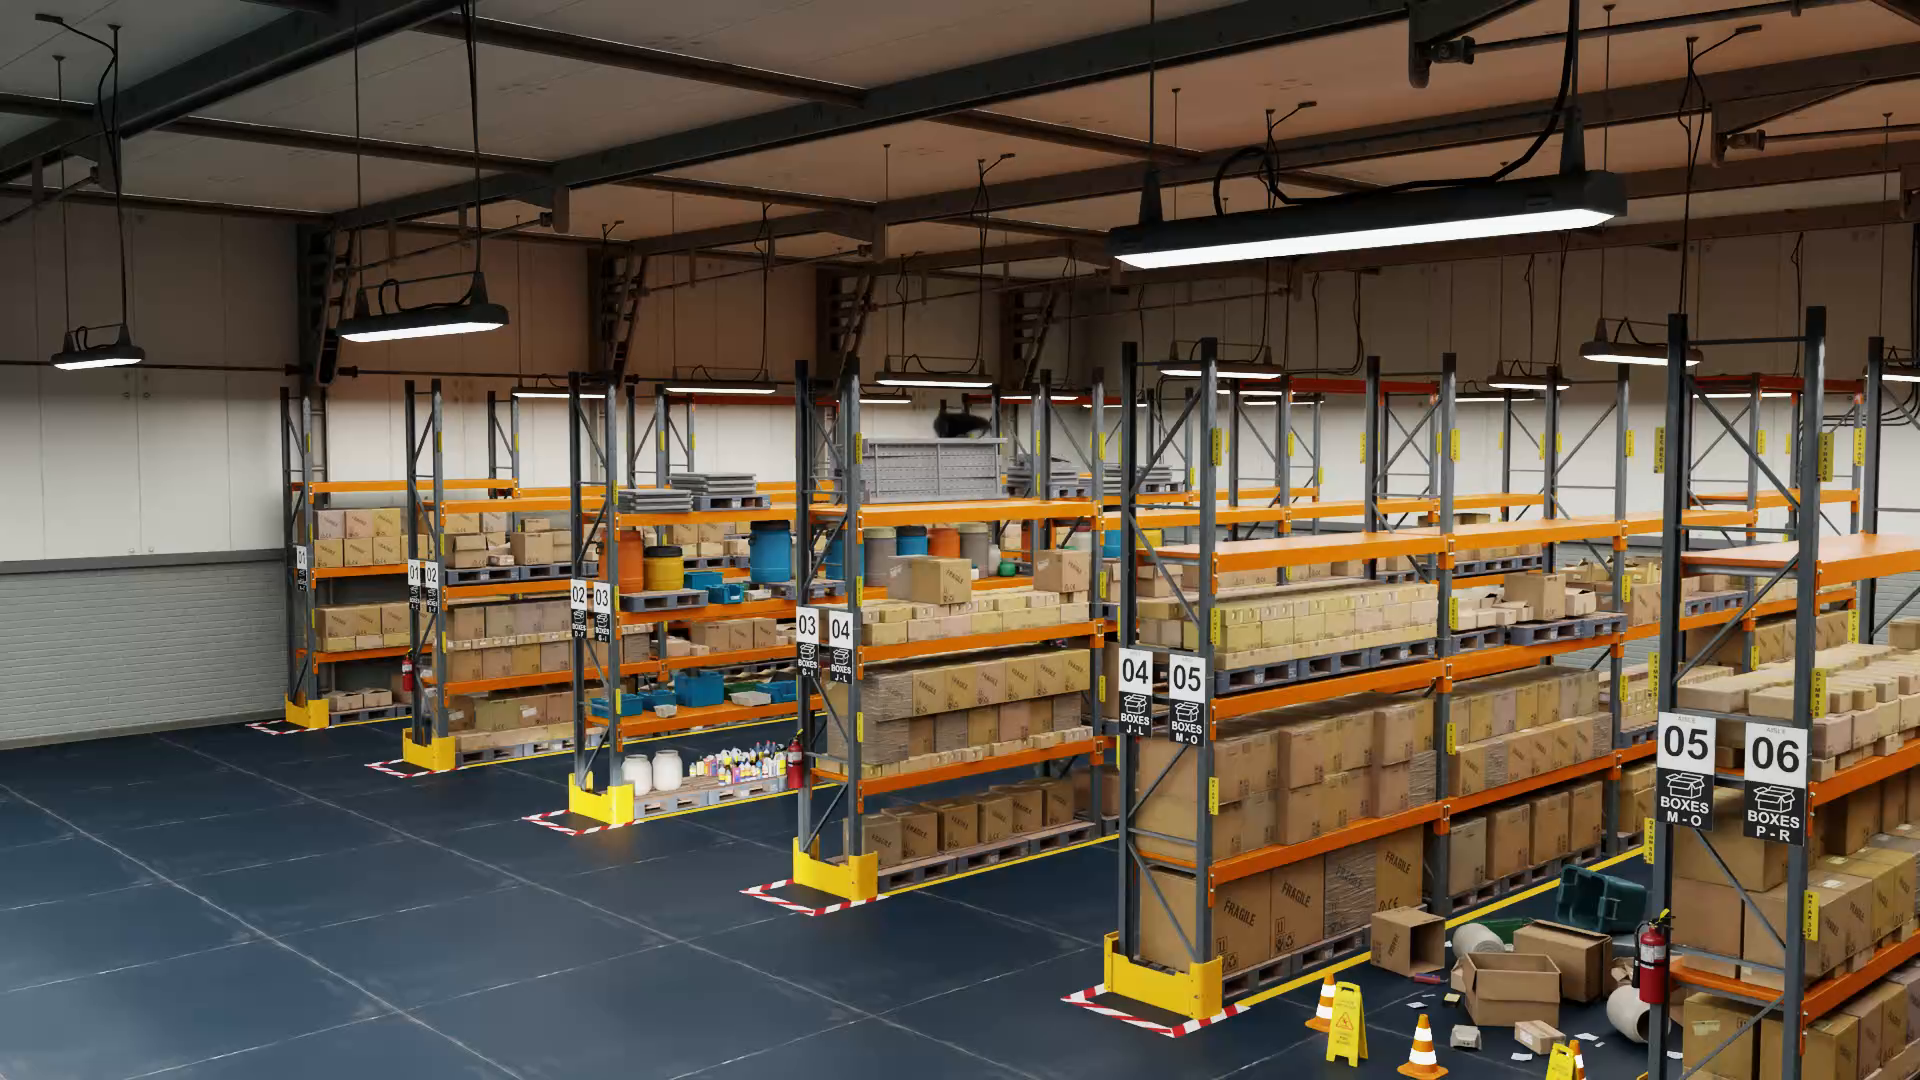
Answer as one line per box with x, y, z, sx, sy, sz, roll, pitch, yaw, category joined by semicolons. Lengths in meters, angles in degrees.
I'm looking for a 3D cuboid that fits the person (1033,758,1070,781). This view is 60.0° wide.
1.310;2.893;23.713;0.949;1.612;0.653;-3;4;-35;person

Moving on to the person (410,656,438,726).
-8.940;2.647;27.746;0.645;1.496;0.818;1;4;20;person

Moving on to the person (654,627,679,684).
-5.664;2.384;32.087;0.590;1.469;0.819;2;4;24;person
